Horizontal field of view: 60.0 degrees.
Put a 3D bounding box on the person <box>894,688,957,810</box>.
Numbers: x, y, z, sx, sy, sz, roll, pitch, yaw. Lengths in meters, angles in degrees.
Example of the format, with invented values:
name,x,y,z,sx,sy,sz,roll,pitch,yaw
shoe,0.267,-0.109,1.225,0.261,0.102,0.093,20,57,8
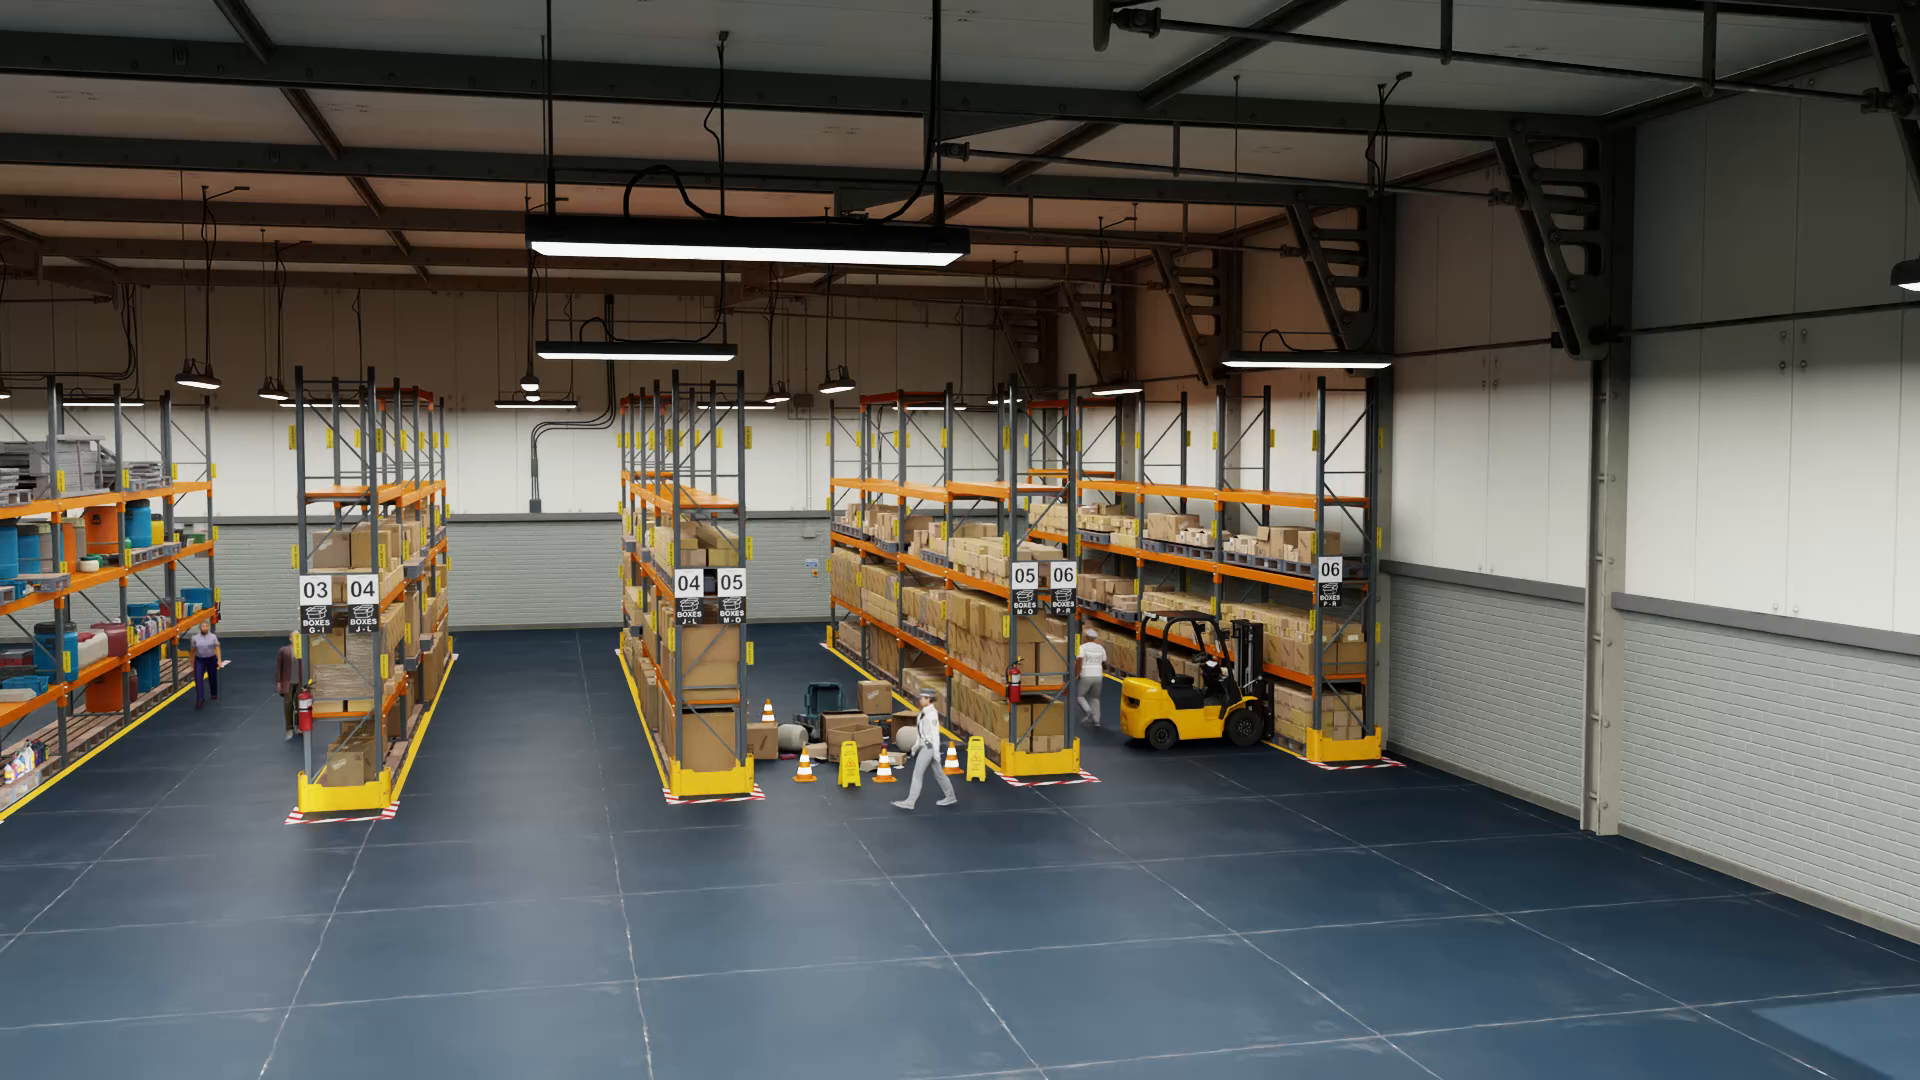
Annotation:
name,x,y,z,sx,sy,sz,roll,pitch,yaw
person,-0.471,2.828,22.629,0.866,1.632,0.444,0,3,-3

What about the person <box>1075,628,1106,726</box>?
name,x,y,z,sx,sy,sz,roll,pitch,yaw
person,2.285,2.412,29.411,0.639,1.680,0.742,-1,4,-13

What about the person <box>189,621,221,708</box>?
name,x,y,z,sx,sy,sz,roll,pitch,yaw
person,-14.262,2.315,31.437,0.571,1.588,1.021,-1,4,-17

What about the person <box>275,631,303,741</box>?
name,x,y,z,sx,sy,sz,roll,pitch,yaw
person,-11.255,2.452,28.155,0.619,1.793,0.794,-2,4,-24
